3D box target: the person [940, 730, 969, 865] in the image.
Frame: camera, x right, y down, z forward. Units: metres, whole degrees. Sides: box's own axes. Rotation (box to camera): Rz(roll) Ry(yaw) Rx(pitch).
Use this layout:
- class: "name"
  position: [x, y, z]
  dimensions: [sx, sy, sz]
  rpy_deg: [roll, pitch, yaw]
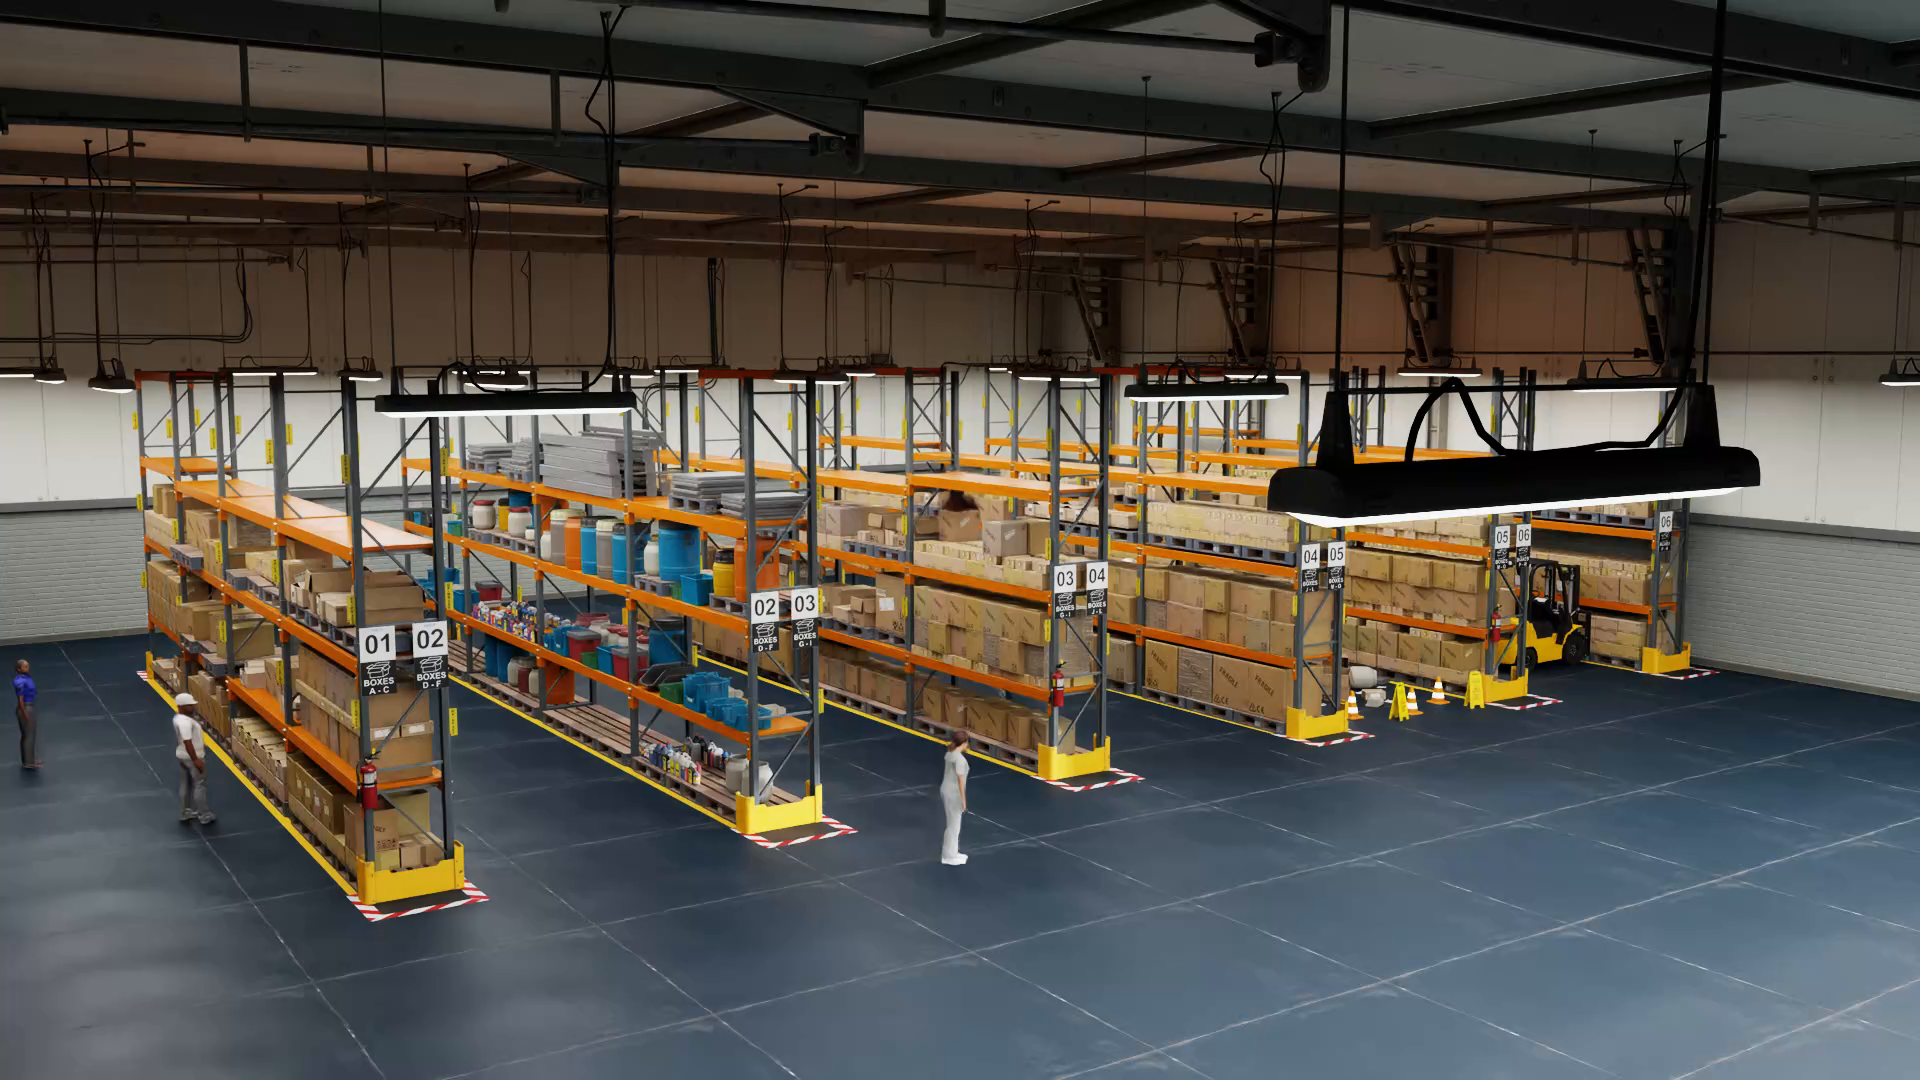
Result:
- class: "person"
  position: [-0.067, 3.184, 20.616]
  dimensions: [0.360, 1.683, 0.477]
  rpy_deg: [-2, 7, -17]

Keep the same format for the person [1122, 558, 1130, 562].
- class: "person"
  position: [3.647, 1.290, 36.963]
  dimensions: [0.485, 1.774, 0.584]
  rpy_deg: [-3, 7, -25]

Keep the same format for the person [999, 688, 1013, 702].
- class: "person"
  position: [0.880, 2.199, 29.949]
  dimensions: [0.509, 1.563, 0.652]
  rpy_deg: [-3, 7, -27]

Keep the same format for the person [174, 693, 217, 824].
- class: "person"
  position: [-10.315, 2.928, 22.368]
  dimensions: [0.650, 1.757, 0.485]
  rpy_deg: [6, 9, 43]

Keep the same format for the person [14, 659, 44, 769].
- class: "person"
  position: [-14.244, 2.656, 25.419]
  dimensions: [0.343, 1.684, 0.526]
  rpy_deg: [-4, 8, -31]
